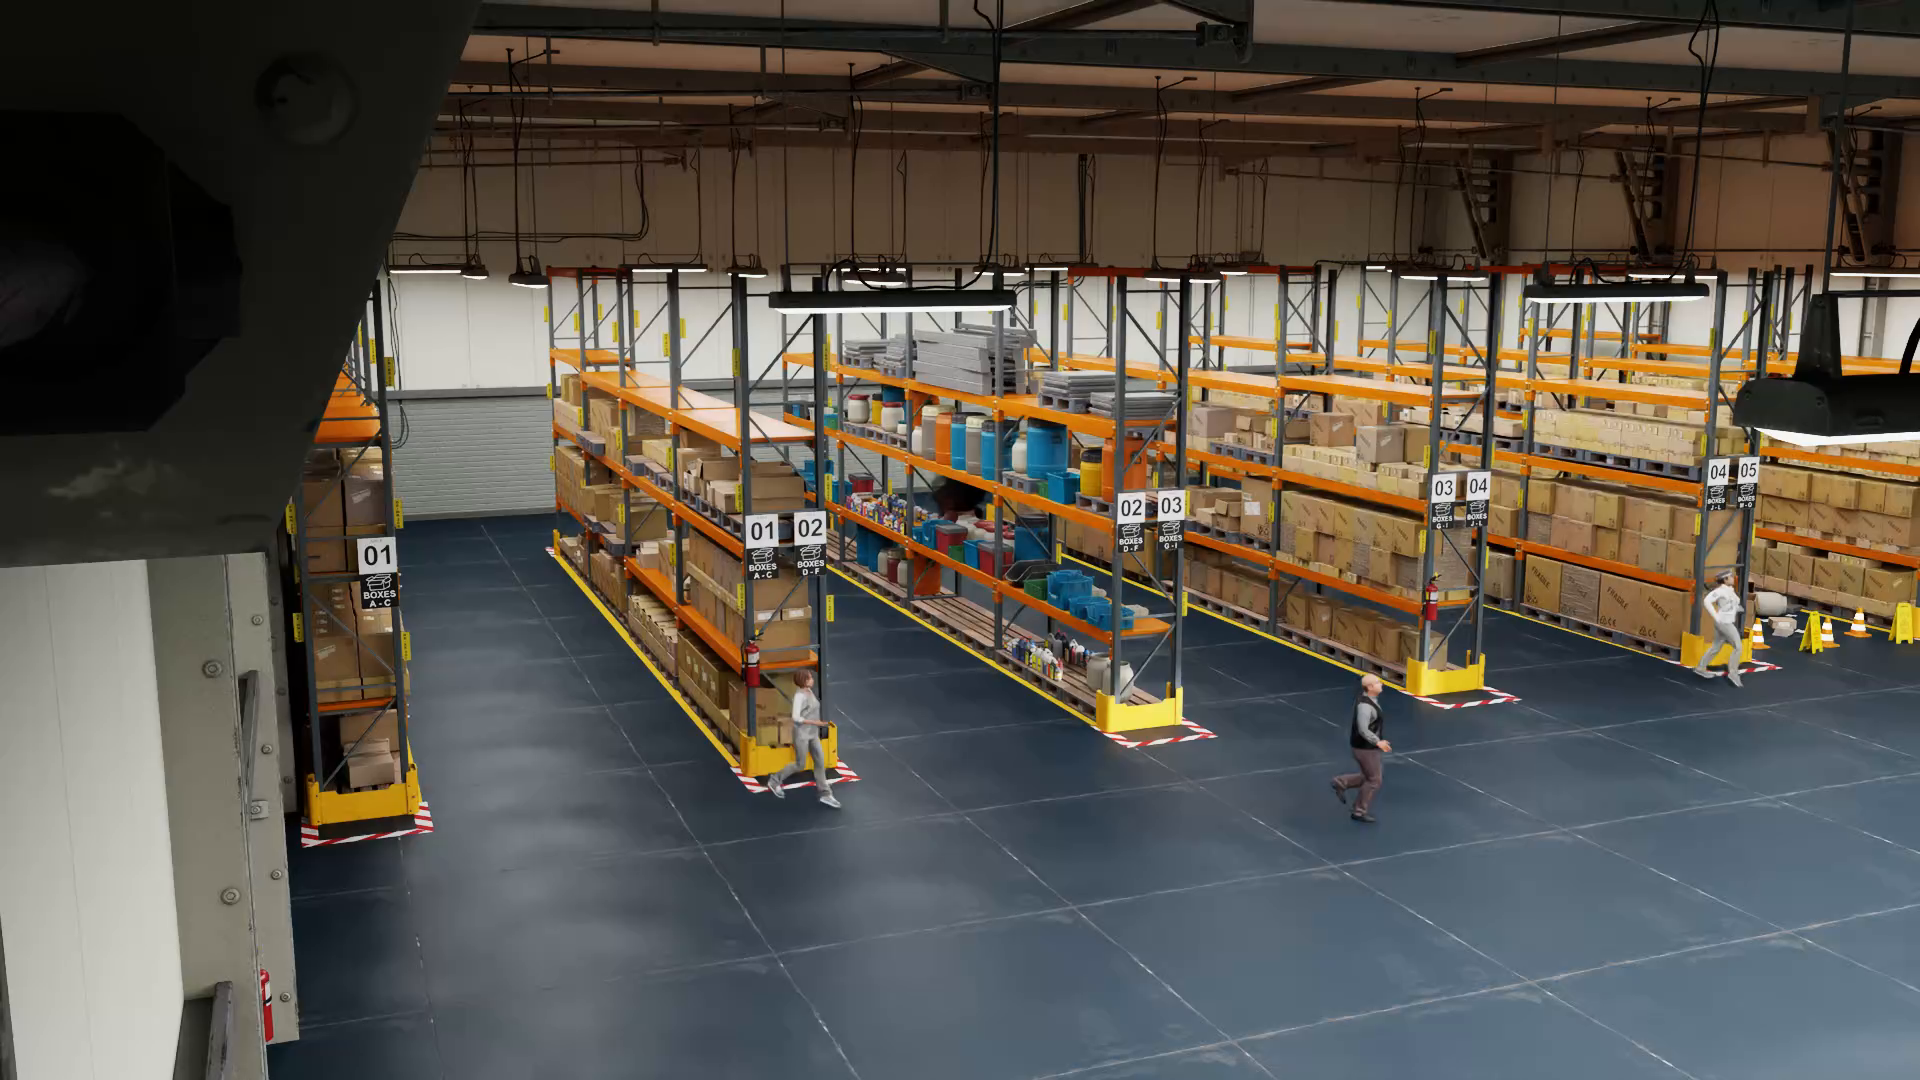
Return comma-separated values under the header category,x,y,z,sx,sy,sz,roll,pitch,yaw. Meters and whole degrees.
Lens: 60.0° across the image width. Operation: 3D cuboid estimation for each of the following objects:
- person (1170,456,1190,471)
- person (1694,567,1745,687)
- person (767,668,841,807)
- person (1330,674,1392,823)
category,x,y,z,sx,sy,sz,roll,pitch,yaw
person,5.489,-1.739,41.442,1.052,1.731,0.674,-4,11,-20
person,11.276,1.274,24.563,0.678,1.759,0.639,4,11,24
person,-1.776,2.251,19.066,0.897,1.587,0.577,3,10,17
person,4.484,2.315,18.592,0.650,1.696,0.677,2,10,12
